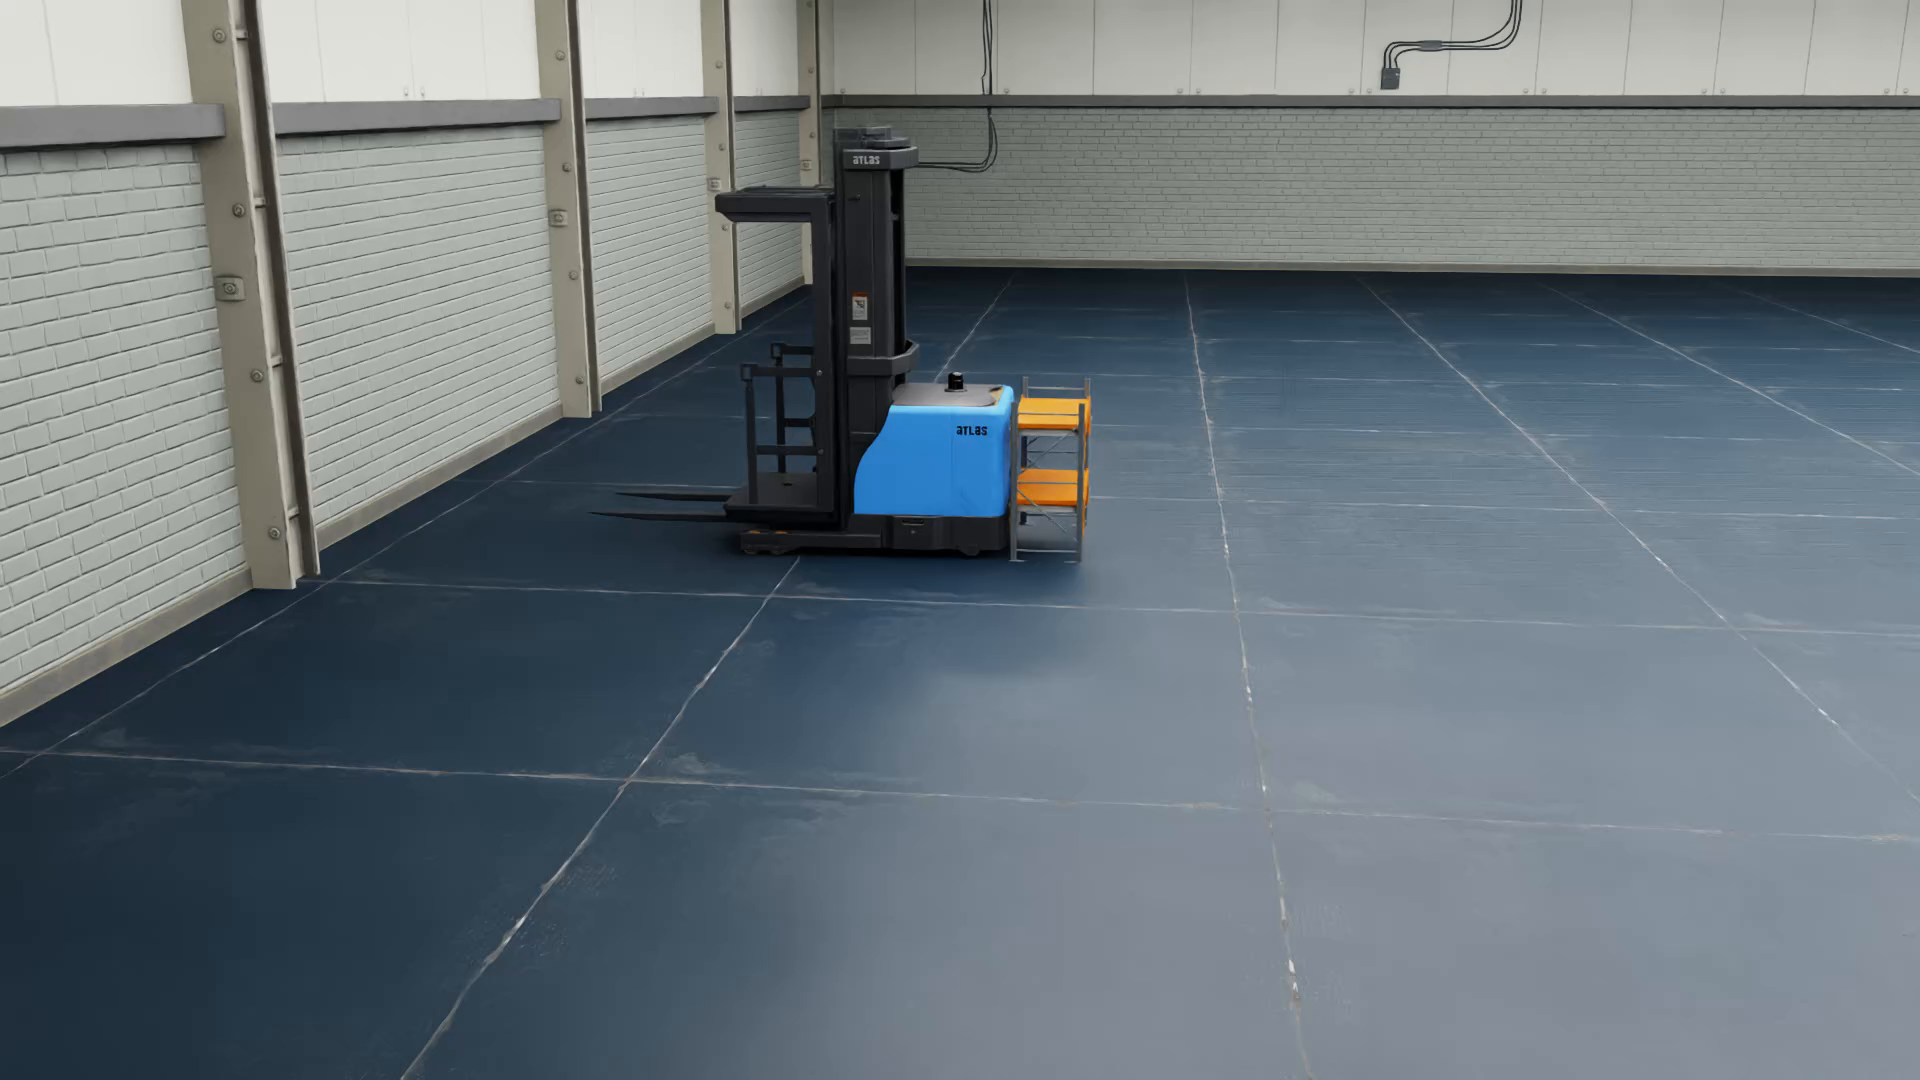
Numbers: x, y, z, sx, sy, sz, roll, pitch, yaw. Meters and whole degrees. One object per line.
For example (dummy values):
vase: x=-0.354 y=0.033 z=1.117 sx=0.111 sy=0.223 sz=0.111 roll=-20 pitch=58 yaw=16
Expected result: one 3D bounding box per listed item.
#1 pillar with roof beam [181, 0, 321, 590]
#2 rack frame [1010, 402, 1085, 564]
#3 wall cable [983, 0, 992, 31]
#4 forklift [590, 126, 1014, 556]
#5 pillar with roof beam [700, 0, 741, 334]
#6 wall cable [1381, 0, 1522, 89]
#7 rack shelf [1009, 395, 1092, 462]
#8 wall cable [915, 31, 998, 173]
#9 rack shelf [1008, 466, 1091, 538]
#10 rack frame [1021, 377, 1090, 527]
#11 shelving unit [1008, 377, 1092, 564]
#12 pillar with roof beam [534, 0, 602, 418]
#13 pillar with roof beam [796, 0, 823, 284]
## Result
pillar with roof beam: x=-0.253 y=-3.947 z=9.518 sx=9.100 sy=9.000 sz=0.400 roll=2 pitch=15 yaw=6
rack frame: x=0.601 y=-0.390 z=11.448 sx=0.500 sy=1.125 sz=0.032 roll=2 pitch=15 yaw=6
wall cable: x=1.835 y=-10.326 z=29.385 sx=3.097 sy=2.526 sz=0.112 roll=2 pitch=15 yaw=6
forklift: x=-1.141 y=-1.445 z=11.892 sx=3.031 sy=2.935 sz=1.130 roll=2 pitch=15 yaw=6
pillar with roof beam: x=1.101 y=-7.059 z=21.028 sx=9.100 sy=9.000 sz=0.400 roll=2 pitch=15 yaw=6
wall cable: x=8.578 y=-10.825 z=28.440 sx=2.305 sy=6.003 sz=0.169 roll=2 pitch=15 yaw=6
rack shelf: x=0.656 y=-0.804 z=11.860 sx=0.538 sy=0.278 sz=1.000 roll=2 pitch=15 yaw=6
wall cable: x=-0.853 y=-7.968 z=30.339 sx=3.097 sy=2.526 sz=0.112 roll=2 pitch=15 yaw=6
rack shelf: x=0.656 y=-0.286 z=12.000 sx=0.538 sy=0.278 sz=1.000 roll=2 pitch=15 yaw=6
rack frame: x=0.710 y=-0.654 z=12.424 sx=0.500 sy=1.125 sz=0.032 roll=2 pitch=15 yaw=6
shelving unit: x=0.656 y=-0.522 z=11.936 sx=0.538 sy=1.125 sz=1.048 roll=2 pitch=15 yaw=6
pillar with roof beam: x=0.424 y=-5.503 z=15.273 sx=9.100 sy=9.000 sz=0.400 roll=2 pitch=15 yaw=6
pillar with roof beam: x=1.778 y=-8.615 z=26.783 sx=9.100 sy=9.000 sz=0.400 roll=2 pitch=15 yaw=6
